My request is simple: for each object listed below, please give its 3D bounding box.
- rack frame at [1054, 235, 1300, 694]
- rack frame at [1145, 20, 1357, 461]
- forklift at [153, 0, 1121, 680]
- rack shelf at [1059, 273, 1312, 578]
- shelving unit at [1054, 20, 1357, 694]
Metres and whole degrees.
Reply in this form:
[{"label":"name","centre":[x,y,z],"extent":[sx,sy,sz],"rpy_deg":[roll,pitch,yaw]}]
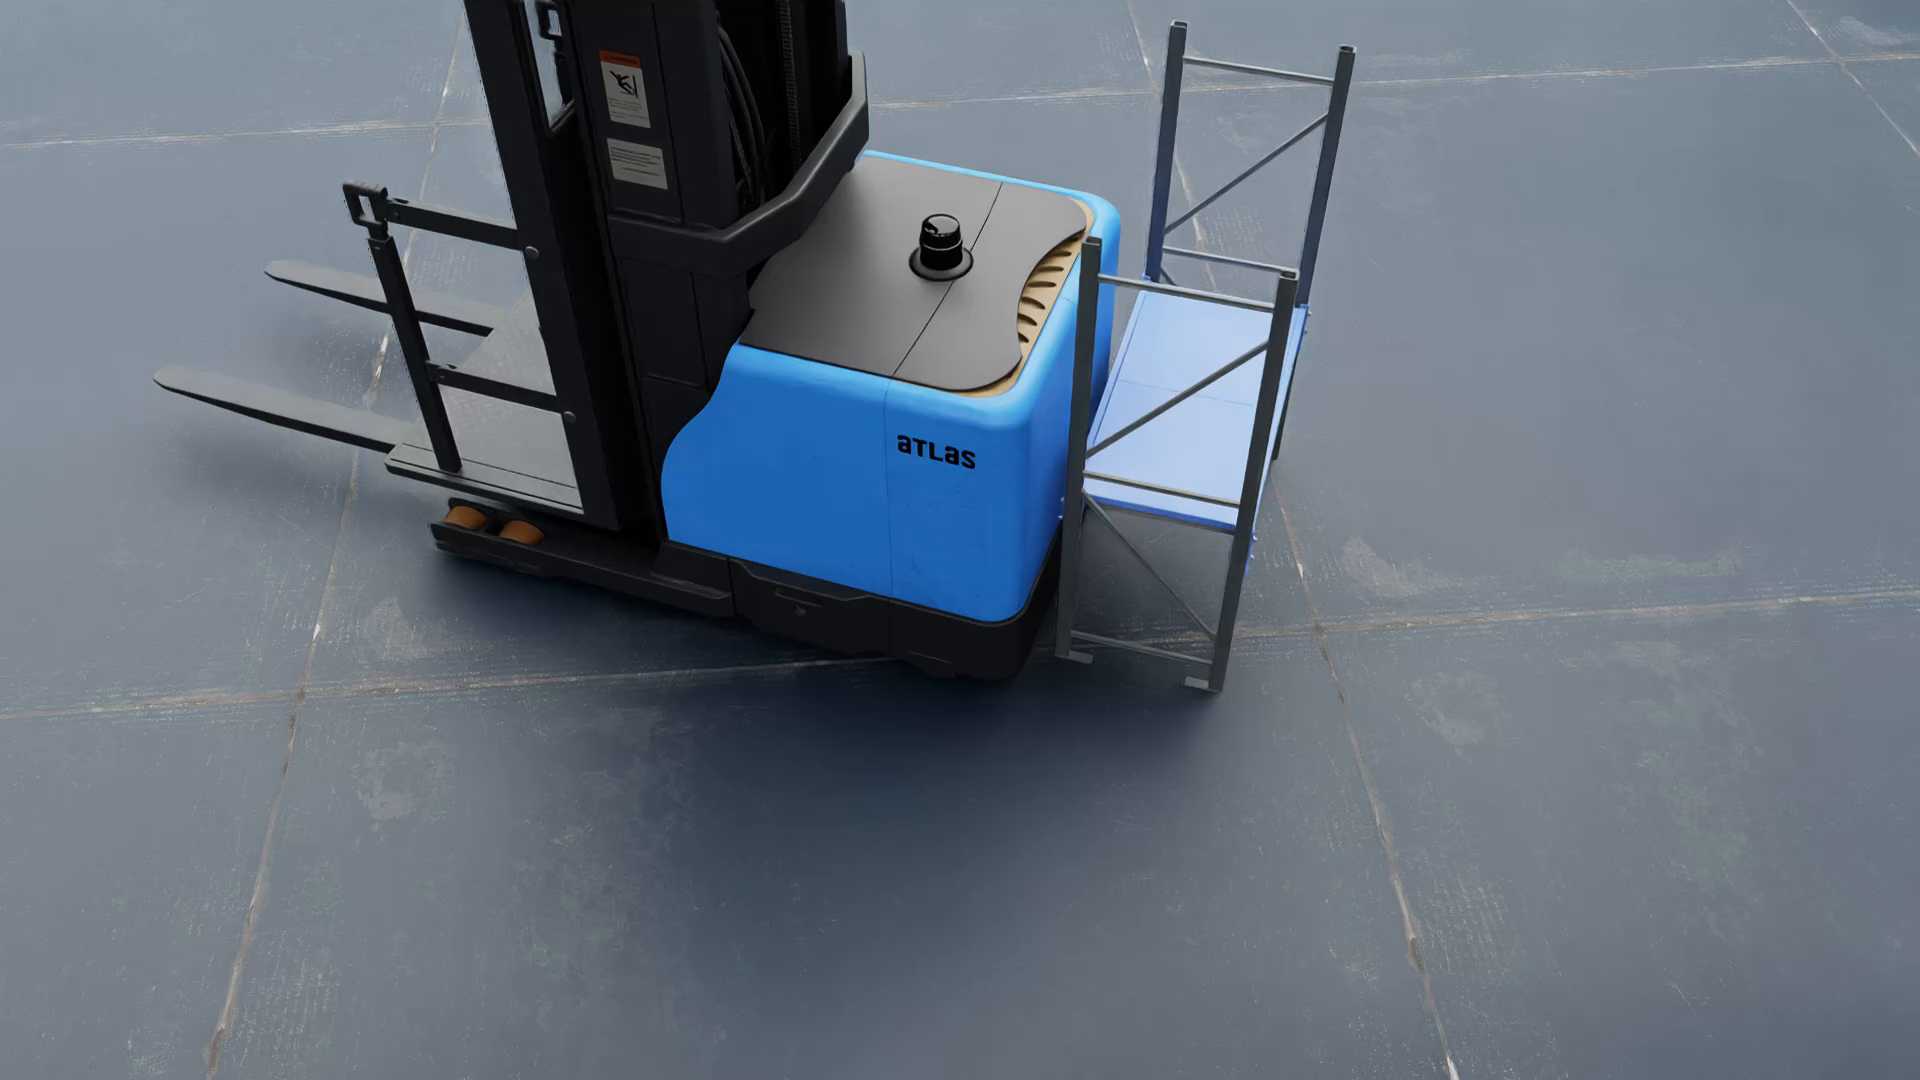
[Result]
[{"label":"rack frame","centre":[0.524,-0.130,4.340],"extent":[0.500,1.500,0.032],"rpy_deg":[12,48,11]},{"label":"rack frame","centre":[0.813,-0.838,5.010],"extent":[0.500,1.500,0.032],"rpy_deg":[12,48,11]},{"label":"forklift","centre":[-1.106,-1.253,4.418],"extent":[3.031,2.935,1.130],"rpy_deg":[14,48,13]},{"label":"rack shelf","centre":[0.668,-0.360,4.805],"extent":[0.538,0.185,1.000],"rpy_deg":[12,48,11]},{"label":"shelving unit","centre":[0.668,-0.484,4.675],"extent":[0.538,1.500,1.048],"rpy_deg":[12,48,11]}]
